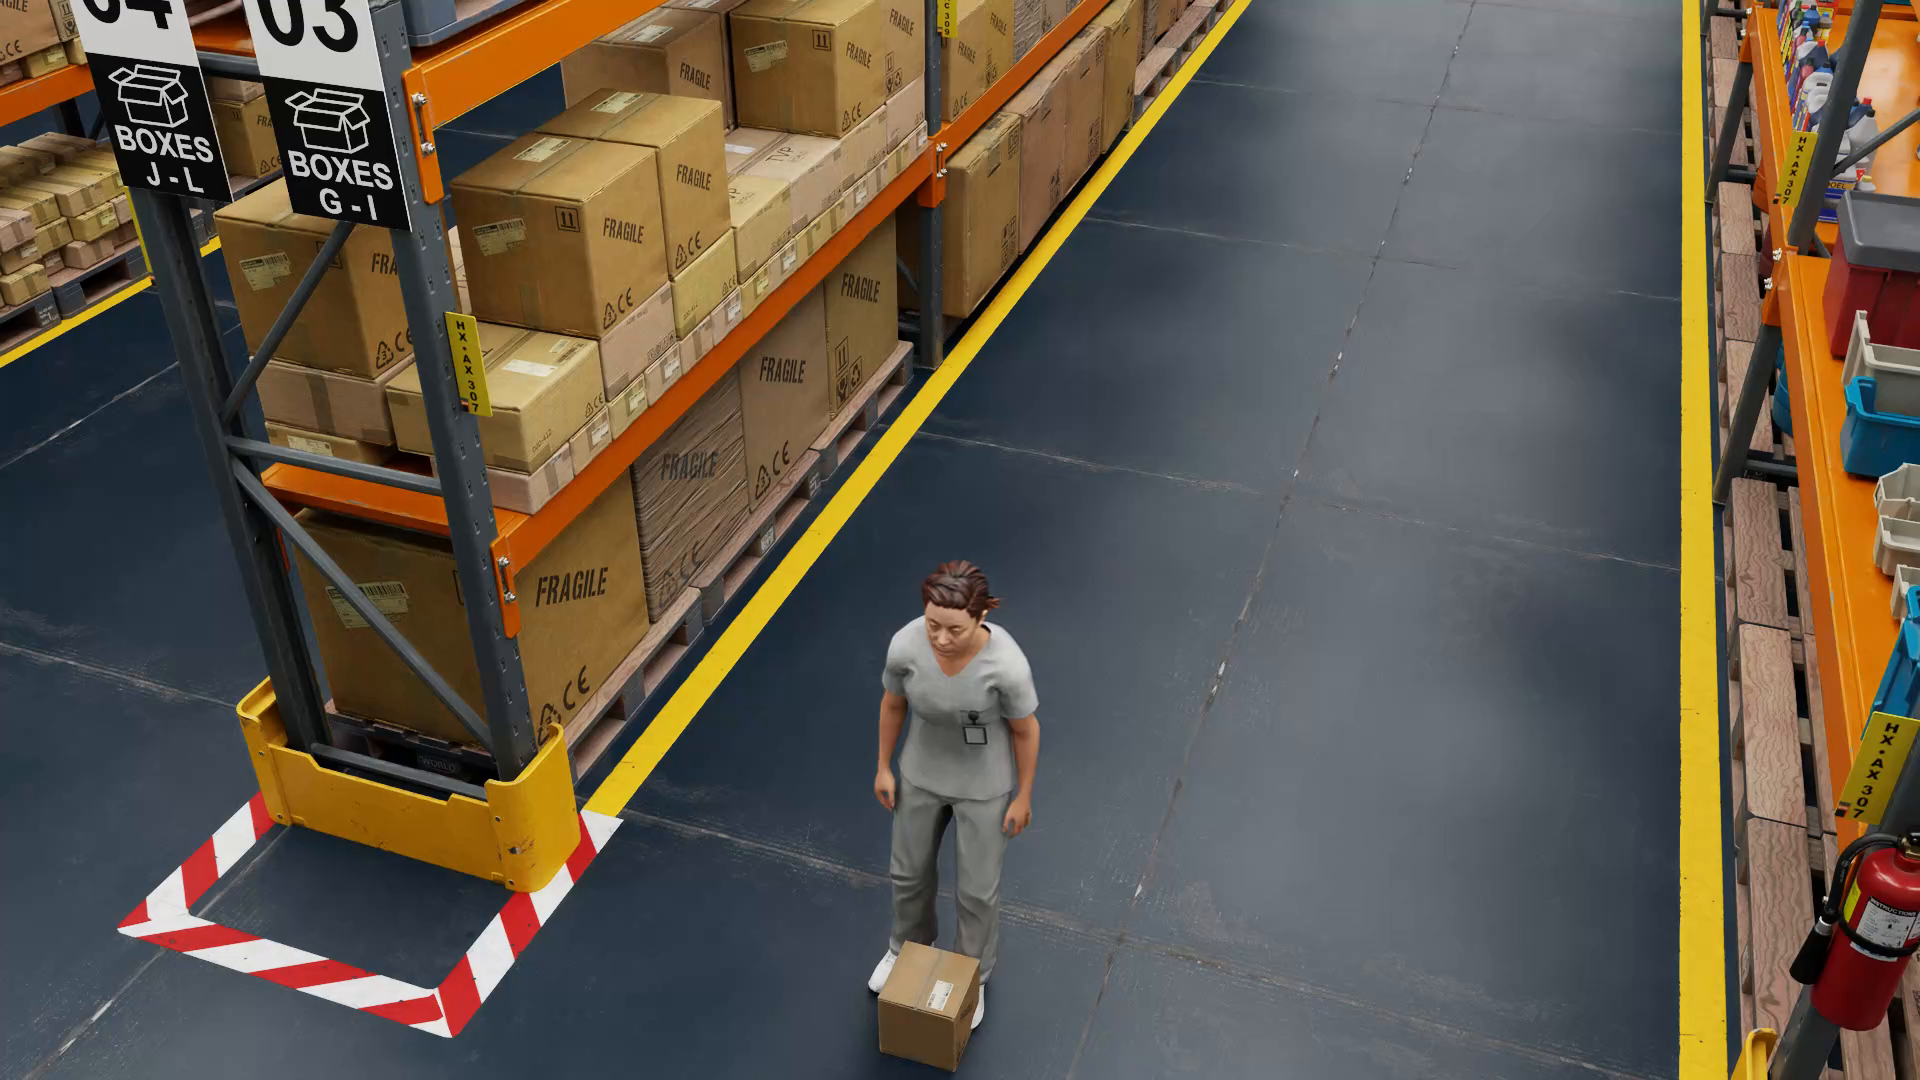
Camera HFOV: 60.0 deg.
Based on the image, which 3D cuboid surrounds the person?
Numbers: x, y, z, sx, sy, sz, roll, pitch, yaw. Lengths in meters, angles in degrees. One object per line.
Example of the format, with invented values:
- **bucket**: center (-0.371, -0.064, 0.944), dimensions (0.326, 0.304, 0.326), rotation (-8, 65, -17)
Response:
- **person**: center (-0.026, 0.752, 5.000), dimensions (0.504, 1.673, 0.406), rotation (10, 35, 15)
